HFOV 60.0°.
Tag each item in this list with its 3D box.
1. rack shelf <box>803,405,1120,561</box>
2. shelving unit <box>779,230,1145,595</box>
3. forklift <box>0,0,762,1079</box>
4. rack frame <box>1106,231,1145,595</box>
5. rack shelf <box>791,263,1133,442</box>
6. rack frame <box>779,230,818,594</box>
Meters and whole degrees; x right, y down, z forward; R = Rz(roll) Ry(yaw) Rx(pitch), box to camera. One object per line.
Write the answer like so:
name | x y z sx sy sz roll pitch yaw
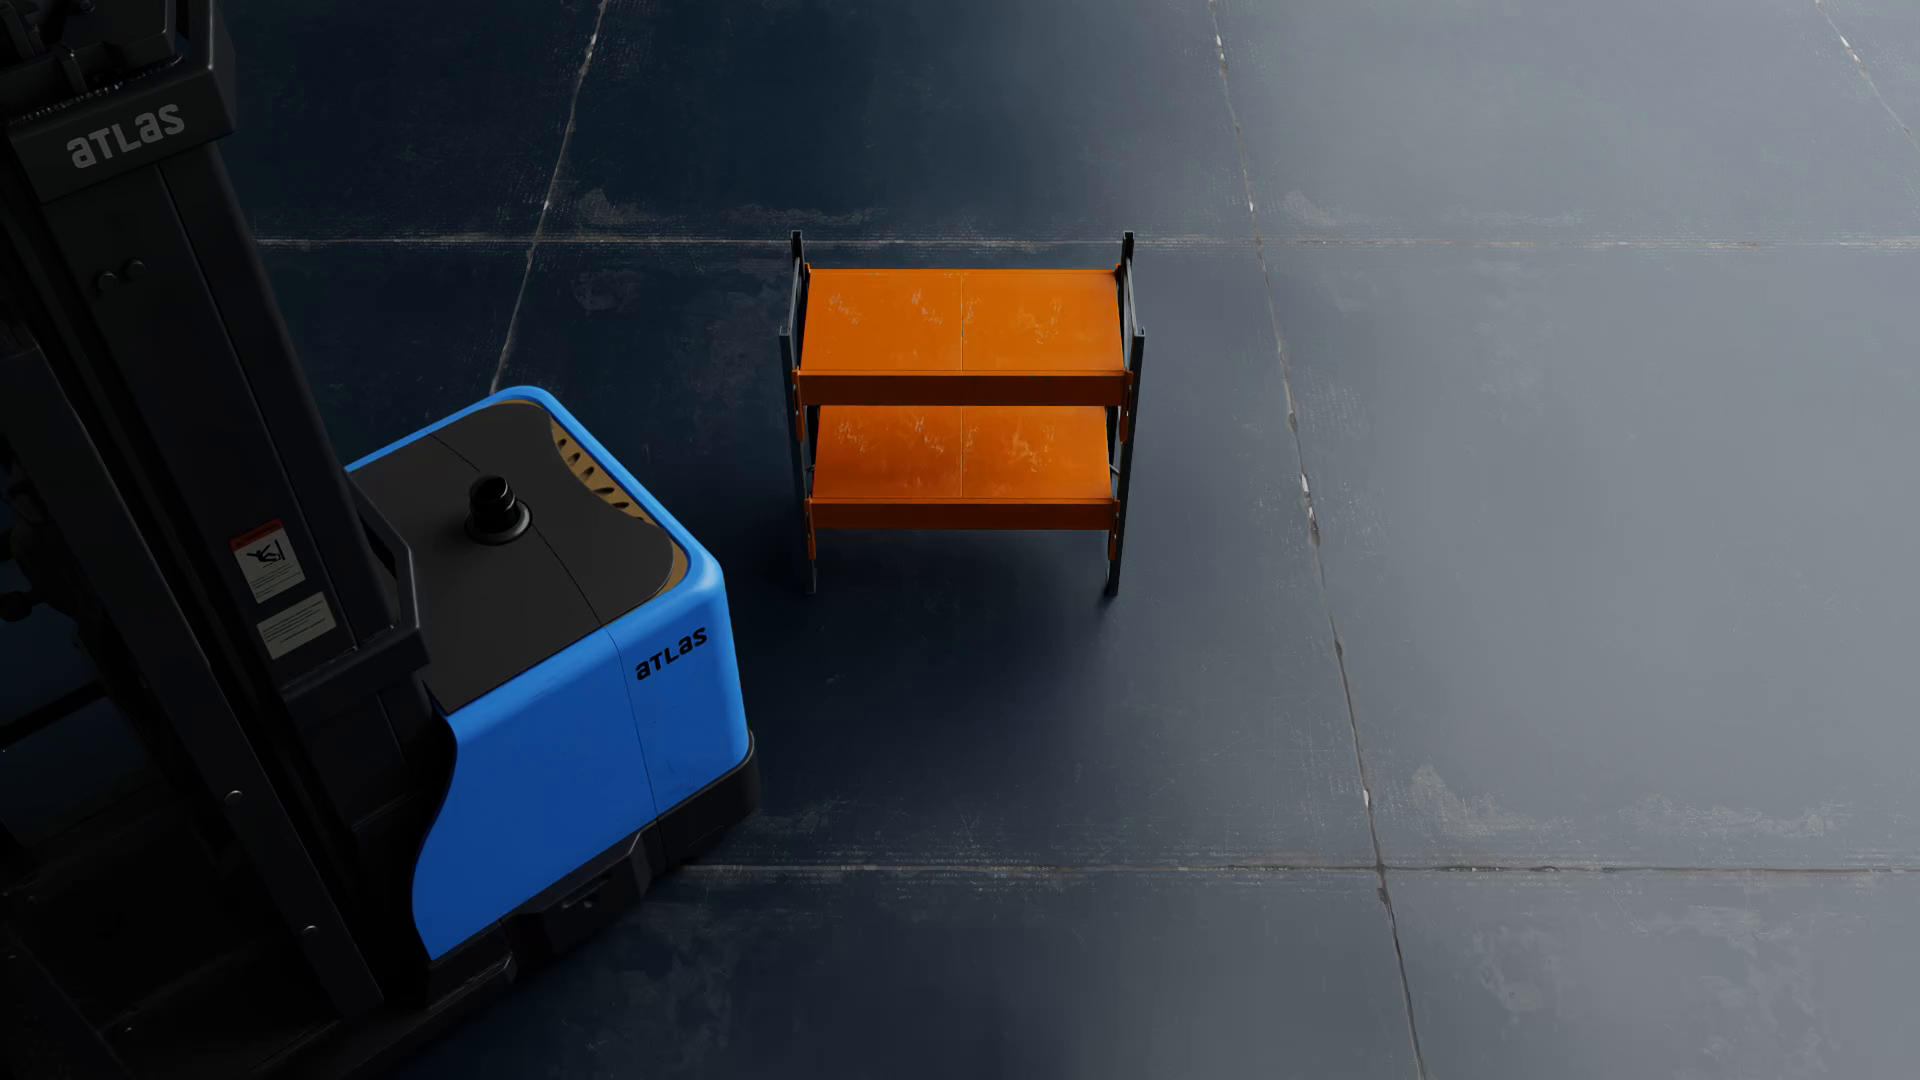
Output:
rack shelf | 0.007 -0.217 5.517 1.000 0.278 0.538 0 47 0
shelving unit | 0.007 -0.383 5.338 1.048 1.125 0.538 0 47 0
forklift | -2.044 0.232 3.531 3.031 2.935 1.130 -32 55 -26
rack frame | 0.515 -0.382 5.337 0.032 1.125 0.500 0 47 0
rack shelf | 0.007 -0.583 5.124 1.000 0.278 0.538 0 47 0
rack frame | -0.502 -0.385 5.340 0.032 1.125 0.500 0 47 0
